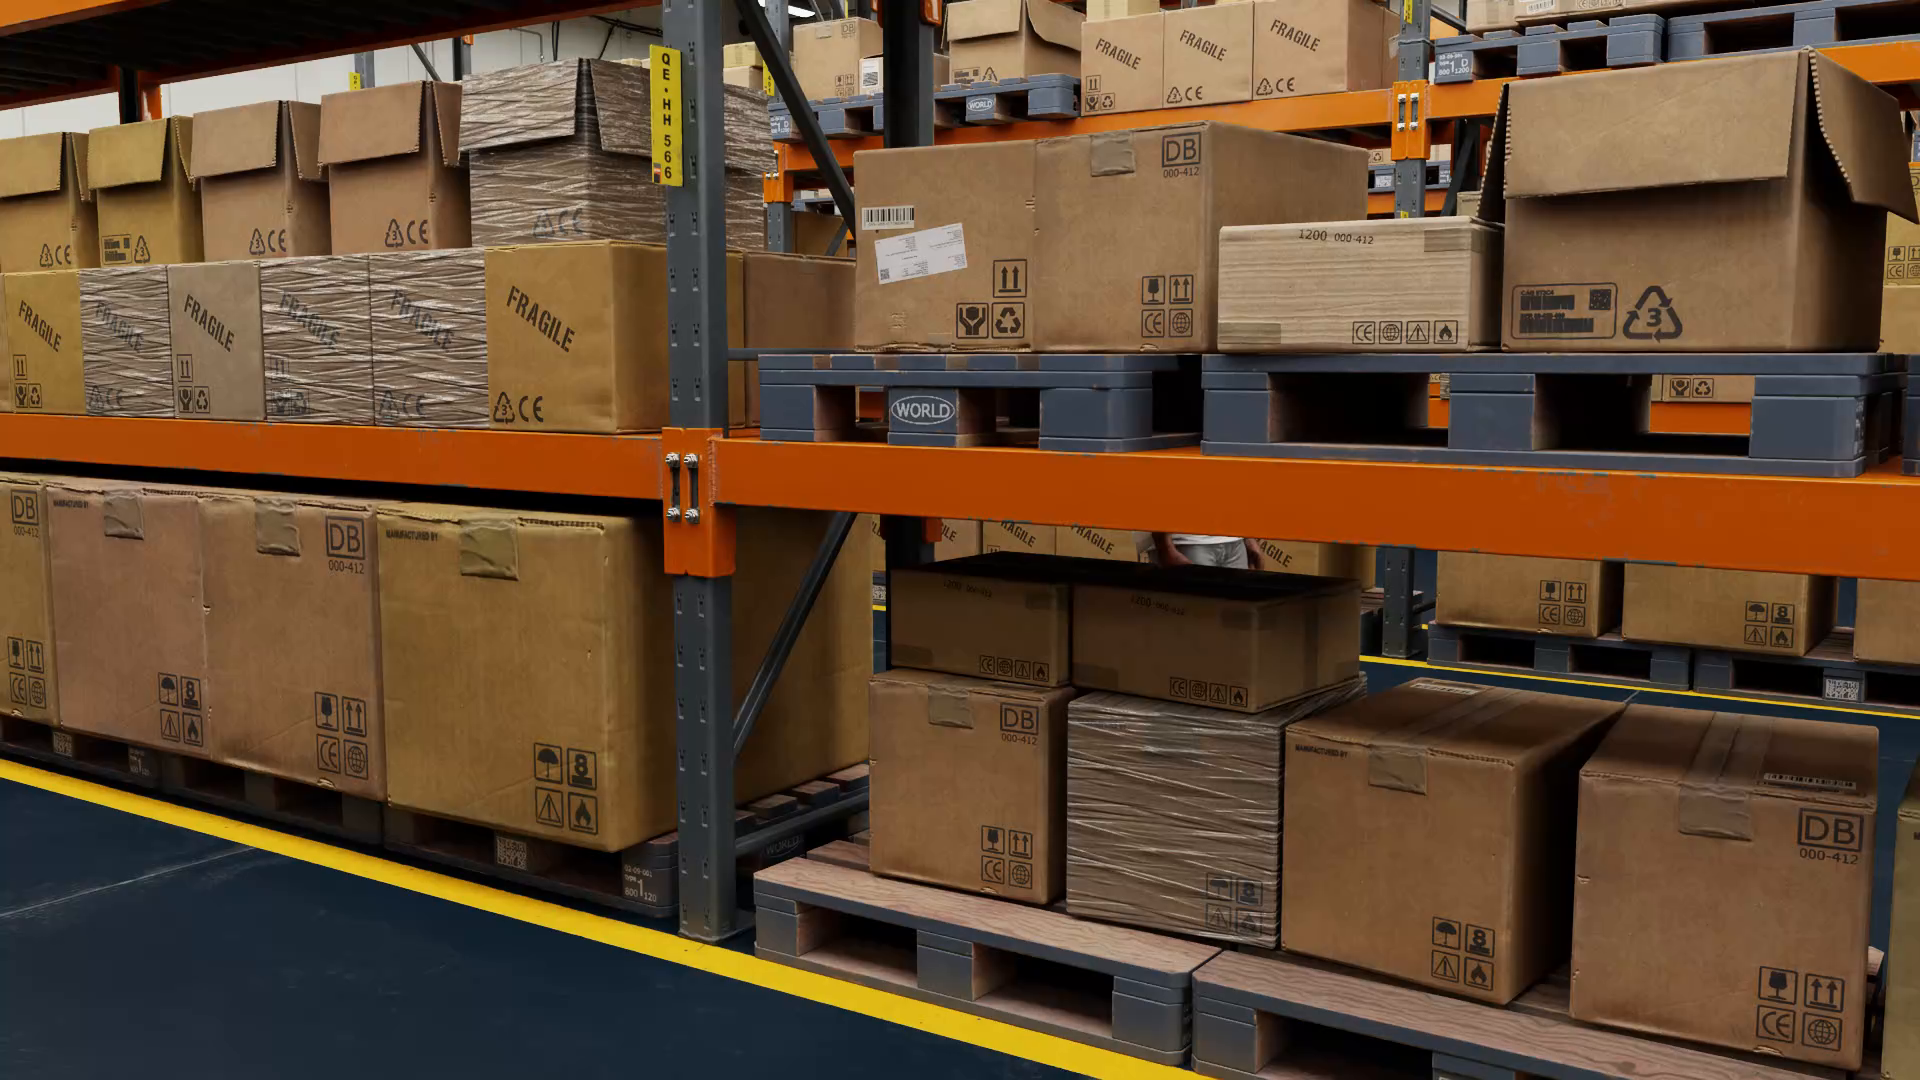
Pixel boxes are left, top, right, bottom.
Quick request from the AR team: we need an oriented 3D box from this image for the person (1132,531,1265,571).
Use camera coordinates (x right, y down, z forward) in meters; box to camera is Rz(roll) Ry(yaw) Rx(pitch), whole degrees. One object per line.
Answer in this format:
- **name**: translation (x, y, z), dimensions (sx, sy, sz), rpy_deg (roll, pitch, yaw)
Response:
- **person**: translation (0.813, 0.022, 5.495), dimensions (0.456, 1.761, 0.628), rpy_deg (5, 8, 37)
